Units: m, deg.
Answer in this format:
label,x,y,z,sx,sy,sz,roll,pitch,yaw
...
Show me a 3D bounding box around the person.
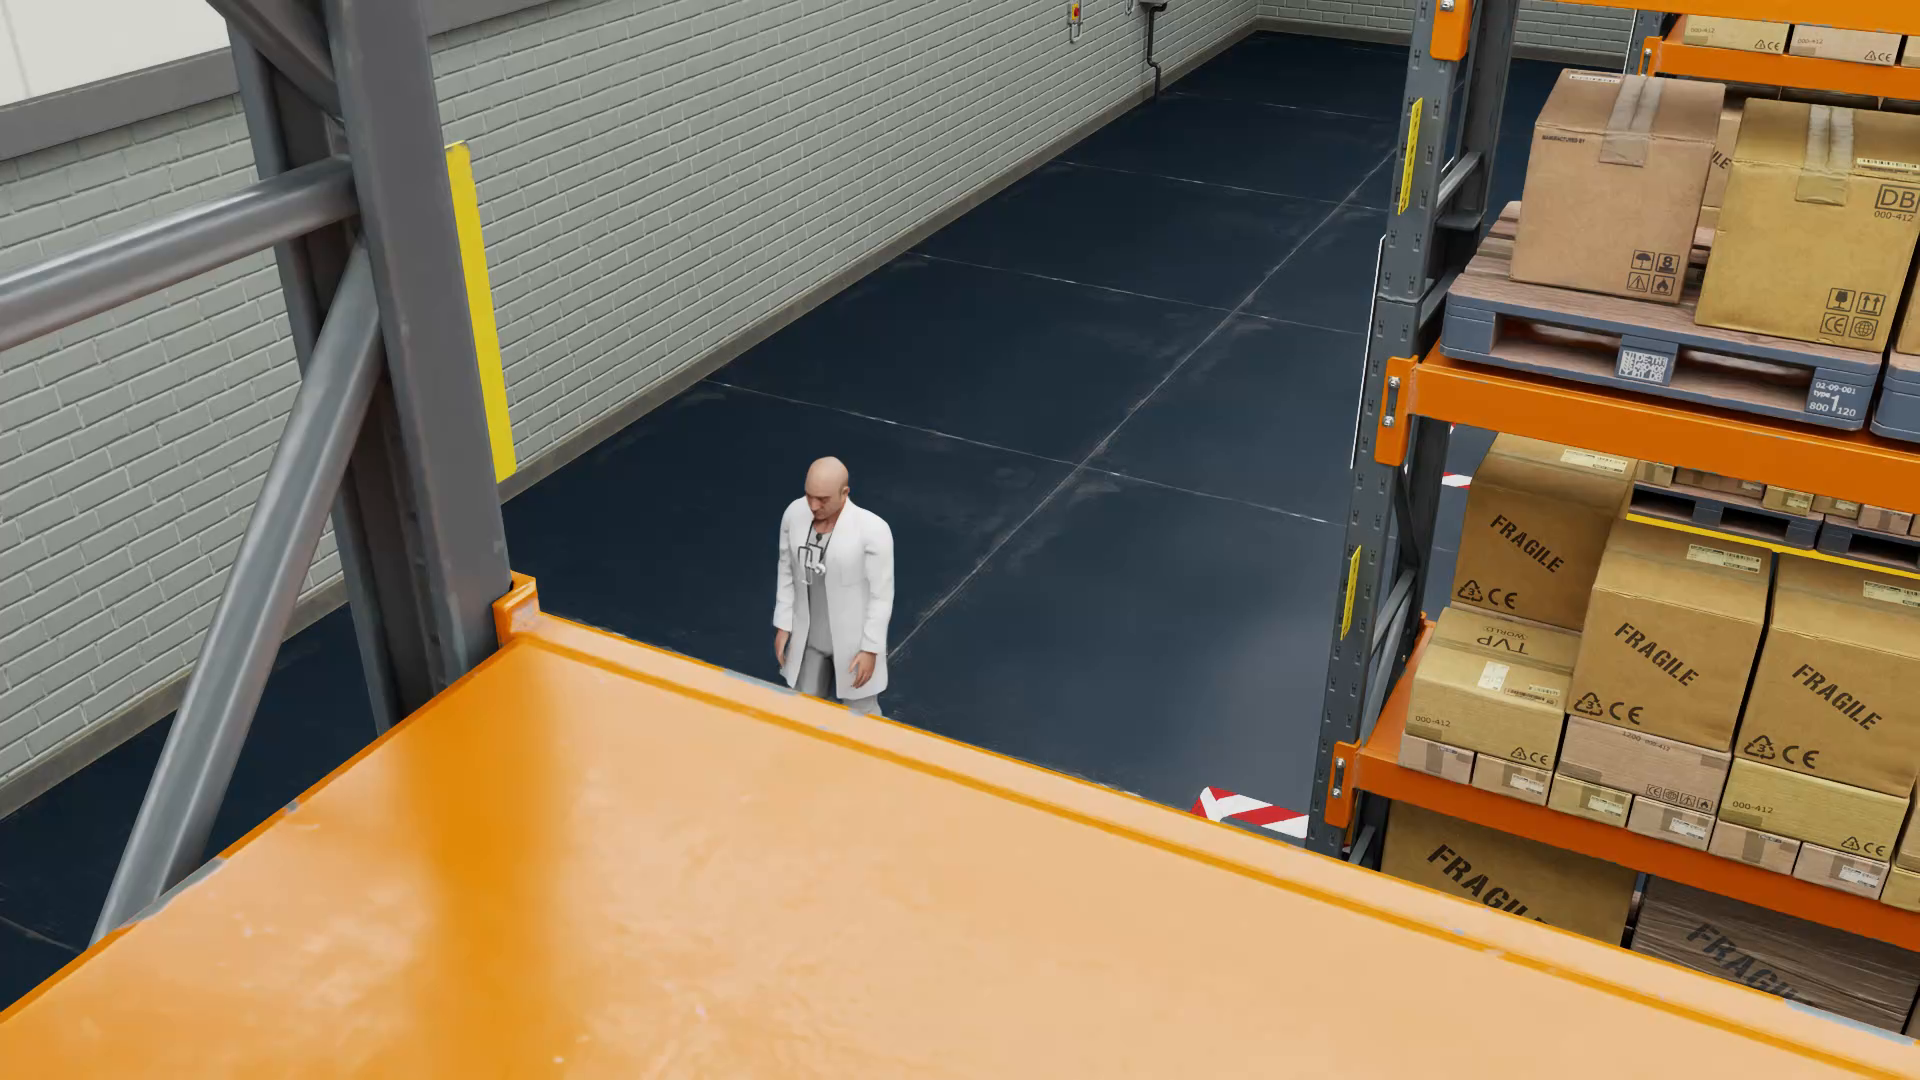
label,x,y,z,sx,sy,sz,roll,pitch,yaw
person,-0.579,0.454,7.330,0.576,1.787,0.508,14,33,24
